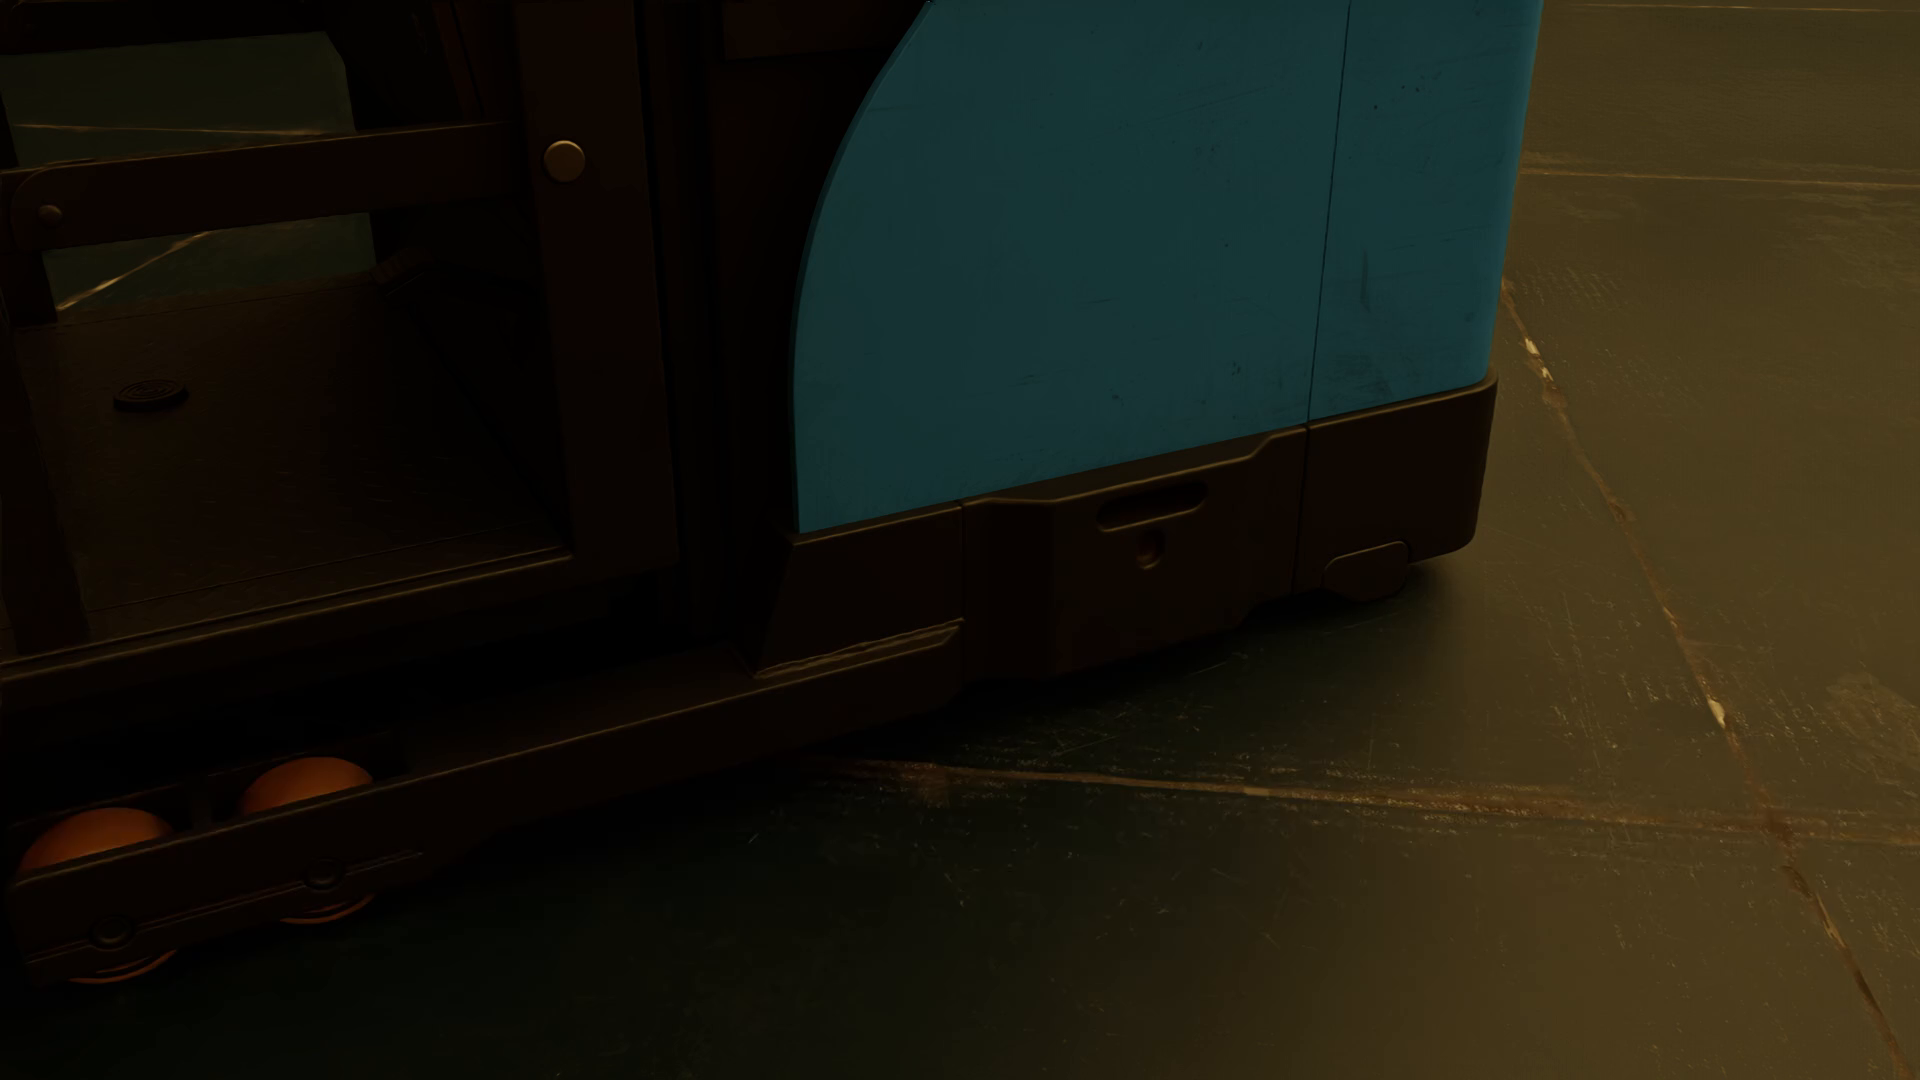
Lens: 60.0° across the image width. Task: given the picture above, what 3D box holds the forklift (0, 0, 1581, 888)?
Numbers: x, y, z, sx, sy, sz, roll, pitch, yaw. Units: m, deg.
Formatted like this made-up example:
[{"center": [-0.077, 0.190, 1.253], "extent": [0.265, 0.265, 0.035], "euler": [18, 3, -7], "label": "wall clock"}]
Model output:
[{"center": [-0.863, -1.205, 1.632], "extent": [3.031, 2.935, 1.130], "euler": [-7, 27, -13], "label": "forklift"}]
